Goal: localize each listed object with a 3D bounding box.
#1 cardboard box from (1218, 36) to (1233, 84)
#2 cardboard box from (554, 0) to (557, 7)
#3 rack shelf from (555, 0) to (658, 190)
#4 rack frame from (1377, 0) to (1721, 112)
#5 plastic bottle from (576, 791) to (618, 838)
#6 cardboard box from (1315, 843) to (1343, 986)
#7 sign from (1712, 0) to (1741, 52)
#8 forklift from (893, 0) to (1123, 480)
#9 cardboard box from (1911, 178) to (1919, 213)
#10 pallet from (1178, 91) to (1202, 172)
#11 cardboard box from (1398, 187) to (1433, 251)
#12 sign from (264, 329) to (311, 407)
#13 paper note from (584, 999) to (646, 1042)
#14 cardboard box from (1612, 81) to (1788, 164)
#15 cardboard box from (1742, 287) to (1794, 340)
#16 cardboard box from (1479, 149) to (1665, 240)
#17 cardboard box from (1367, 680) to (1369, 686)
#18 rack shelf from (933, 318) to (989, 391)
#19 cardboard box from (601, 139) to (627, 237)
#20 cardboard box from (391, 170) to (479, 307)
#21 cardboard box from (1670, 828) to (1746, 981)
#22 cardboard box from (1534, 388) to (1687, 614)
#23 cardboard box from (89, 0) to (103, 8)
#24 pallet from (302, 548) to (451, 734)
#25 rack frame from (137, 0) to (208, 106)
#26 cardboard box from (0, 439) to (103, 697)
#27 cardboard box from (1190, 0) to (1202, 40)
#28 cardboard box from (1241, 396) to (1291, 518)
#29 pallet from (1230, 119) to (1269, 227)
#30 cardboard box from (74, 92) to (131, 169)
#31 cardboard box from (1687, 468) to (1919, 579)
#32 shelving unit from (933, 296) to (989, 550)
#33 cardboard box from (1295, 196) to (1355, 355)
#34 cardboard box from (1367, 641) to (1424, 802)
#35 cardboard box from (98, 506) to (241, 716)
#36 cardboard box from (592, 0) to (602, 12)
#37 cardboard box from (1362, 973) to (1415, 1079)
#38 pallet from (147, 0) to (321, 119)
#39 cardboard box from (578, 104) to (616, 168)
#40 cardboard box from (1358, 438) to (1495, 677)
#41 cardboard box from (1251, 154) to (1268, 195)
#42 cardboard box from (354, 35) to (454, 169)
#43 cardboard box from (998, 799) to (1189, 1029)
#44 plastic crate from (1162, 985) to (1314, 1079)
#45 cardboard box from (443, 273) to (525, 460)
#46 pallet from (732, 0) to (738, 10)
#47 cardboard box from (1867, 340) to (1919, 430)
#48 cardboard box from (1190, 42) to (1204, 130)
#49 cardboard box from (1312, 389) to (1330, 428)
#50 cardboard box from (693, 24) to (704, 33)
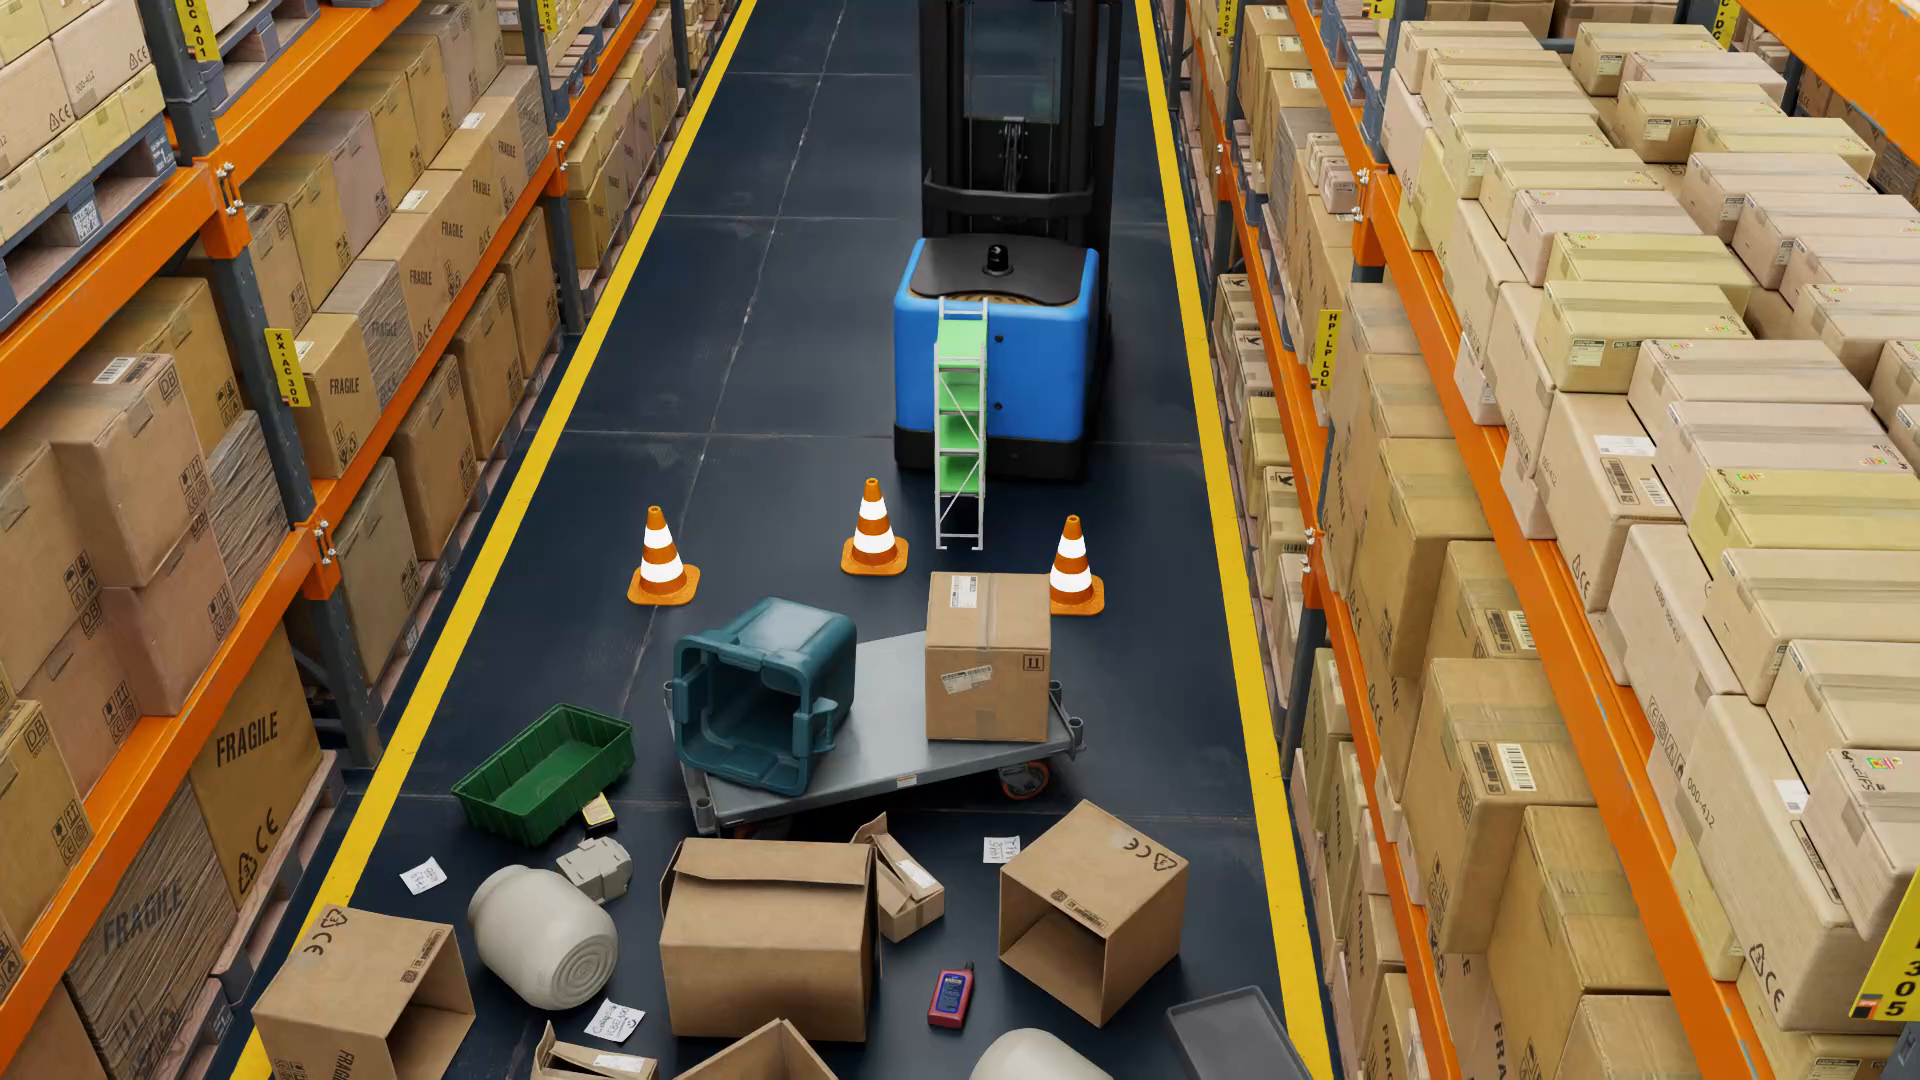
[{"bbox_3d":[1.825,-2.932,9.954,0.500,0.250,0.500,1,35,2],"label":"cardboard box"},{"bbox_3d":[-2.670,-3.289,10.102,0.380,0.149,0.250,0,35,1],"label":"cardboard box"},{"bbox_3d":[-2.810,-3.416,11.573,1.077,0.370,4.000,1,35,2],"label":"rack shelf"},{"bbox_3d":[1.899,-2.661,4.656,1.000,3.000,0.127,1,35,2],"label":"rack frame"},{"bbox_3d":[-1.554,1.133,7.030,0.133,0.061,0.283,-17,38,-22],"label":"plastic bottle"},{"bbox_3d":[1.596,1.386,6.140,0.500,0.250,0.500,3,35,5],"label":"cardboard box"},{"bbox_3d":[2.442,-1.637,5.358,0.100,0.325,0.005,1,35,2],"label":"sign"},{"bbox_3d":[0.359,-2.364,9.511,1.130,2.935,3.031,5,35,7],"label":"forklift"},{"bbox_3d":[6.871,-2.377,11.278,0.500,0.500,0.500,3,35,4],"label":"cardboard box"},{"bbox_3d":[2.265,-3.217,13.089,1.003,0.211,1.213,1,35,2],"label":"pallet"},{"bbox_3d":[1.573,-1.008,5.131,0.380,0.149,0.250,1,35,2],"label":"cardboard box"},{"bbox_3d":[-2.496,-0.637,6.172,0.100,0.325,0.005,1,35,2],"label":"sign"},{"bbox_3d":[-1.277,1.778,6.146,0.172,0.023,0.155,13,37,18],"label":"paper note"},{"bbox_3d":[2.071,-1.171,4.670,0.380,0.149,0.250,2,35,3],"label":"cardboard box"},{"bbox_3d":[2.091,-0.359,3.861,0.500,0.250,0.500,2,35,3],"label":"cardboard box"},{"bbox_3d":[1.563,-0.888,4.267,0.380,0.149,0.250,0,35,0],"label":"cardboard box"},{"bbox_3d":[1.583,0.511,5.579,0.380,0.149,0.250,2,35,3],"label":"cardboard box"},{"bbox_3d":[0.007,-0.926,8.247,0.258,0.148,0.480,1,35,2],"label":"rack shelf"},{"bbox_3d":[-2.590,-2.399,11.310,0.500,0.500,0.500,2,35,2],"label":"cardboard box"},{"bbox_3d":[-2.698,-1.468,8.089,0.500,0.500,0.500,2,35,3],"label":"cardboard box"},{"bbox_3d":[1.451,0.612,2.826,0.380,0.149,0.250,2,35,2],"label":"cardboard box"},{"bbox_3d":[1.527,-0.083,3.468,0.500,0.250,0.500,2,35,3],"label":"cardboard box"},{"bbox_3d":[-2.747,-1.709,4.982,0.380,0.149,0.250,1,35,1],"label":"cardboard box"},{"bbox_3d":[-3.095,0.433,7.896,1.003,0.211,1.213,1,35,2],"label":"pallet"},{"bbox_3d":[-3.051,-2.717,4.736,1.000,3.000,0.127,1,35,2],"label":"rack frame"},{"bbox_3d":[-3.165,0.071,4.916,0.875,0.550,0.550,1,35,2],"label":"cardboard box"},{"bbox_3d":[1.854,-3.616,11.363,0.500,0.250,0.500,1,35,1],"label":"cardboard box"},{"bbox_3d":[1.969,-0.417,8.601,0.950,0.372,0.625,2,35,3],"label":"cardboard box"},{"bbox_3d":[2.138,-2.014,9.120,1.213,0.211,1.003,1,35,2],"label":"pallet"},{"bbox_3d":[-2.756,-1.238,5.007,0.380,0.149,0.250,2,35,3],"label":"cardboard box"},{"bbox_3d":[1.559,0.001,3.002,0.380,0.149,0.250,2,35,2],"label":"cardboard box"},{"bbox_3d":[0.007,-0.586,8.486,0.258,1.200,0.503,1,35,2],"label":"shelving unit"},{"bbox_3d":[1.707,-1.096,6.936,0.500,0.500,0.500,2,35,2],"label":"cardboard box"},{"bbox_3d":[1.573,0.454,5.095,0.500,0.500,0.500,1,35,1],"label":"cardboard box"},{"bbox_3d":[-3.053,0.205,5.665,0.875,0.550,0.550,1,35,2],"label":"cardboard box"},{"bbox_3d":[-2.619,-3.644,11.125,0.380,0.149,0.250,2,35,3],"label":"cardboard box"},{"bbox_3d":[1.555,1.682,5.068,0.500,0.500,0.500,1,35,1],"label":"cardboard box"},{"bbox_3d":[-3.063,-1.939,6.404,0.805,0.209,1.217,0,35,0],"label":"pallet"},{"bbox_3d":[-2.600,-2.699,11.083,0.500,0.250,0.500,1,35,1],"label":"cardboard box"},{"bbox_3d":[1.575,0.051,4.800,0.700,0.500,0.500,1,35,1],"label":"cardboard box"},{"bbox_3d":[1.727,-1.916,8.666,0.380,0.149,0.250,2,35,2],"label":"cardboard box"},{"bbox_3d":[-2.956,-2.168,8.215,0.700,0.500,0.500,1,35,1],"label":"cardboard box"},{"bbox_3d":[0.497,1.399,6.267,0.500,0.500,0.500,28,44,33],"label":"cardboard box"},{"bbox_3d":[1.017,1.871,5.964,0.402,0.080,0.583,-10,36,-14],"label":"plastic crate"},{"bbox_3d":[-3.036,-0.962,9.047,1.050,0.750,0.750,2,35,3],"label":"cardboard box"},{"bbox_3d":[-2.640,-5.507,16.347,1.003,0.211,1.213,1,35,2],"label":"pallet"},{"bbox_3d":[2.113,-0.281,3.403,0.380,0.149,0.250,2,35,3],"label":"cardboard box"},{"bbox_3d":[2.276,-3.747,12.901,0.875,0.875,0.875,2,35,3],"label":"cardboard box"},{"bbox_3d":[1.644,-0.577,6.762,0.380,0.149,0.250,2,35,3],"label":"cardboard box"},{"bbox_3d":[-2.425,-4.363,14.409,0.380,0.149,0.250,1,35,2],"label":"cardboard box"}]
